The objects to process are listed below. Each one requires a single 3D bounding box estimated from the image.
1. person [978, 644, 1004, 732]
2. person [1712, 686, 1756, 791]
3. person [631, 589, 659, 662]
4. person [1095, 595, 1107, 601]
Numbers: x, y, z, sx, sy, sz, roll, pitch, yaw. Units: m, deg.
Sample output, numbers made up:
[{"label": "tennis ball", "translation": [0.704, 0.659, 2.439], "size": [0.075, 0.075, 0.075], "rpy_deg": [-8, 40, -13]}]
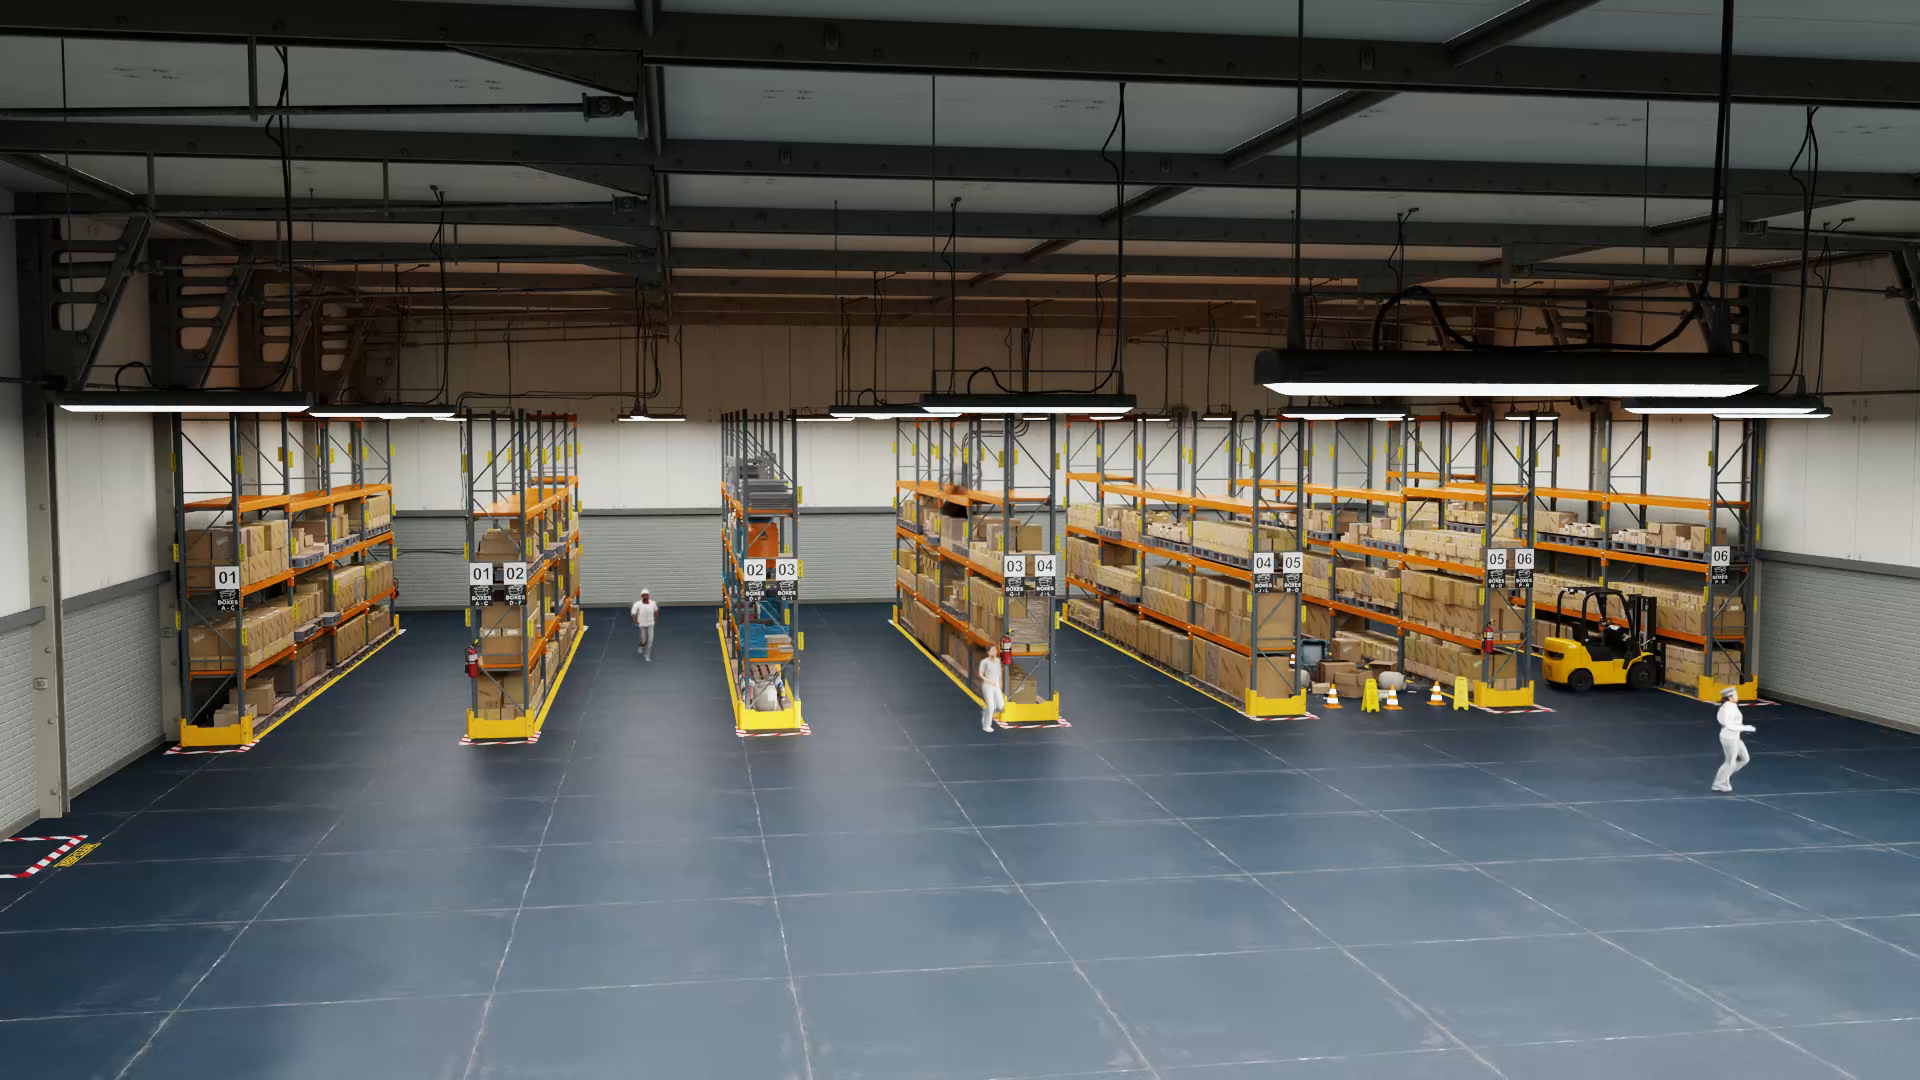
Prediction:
[{"label": "person", "translation": [0.595, 2.750, 30.976], "size": [0.600, 1.632, 0.575], "rpy_deg": [-3, 5, -37]}, {"label": "person", "translation": [12.025, 3.082, 25.817], "size": [0.599, 1.651, 0.591], "rpy_deg": [2, 5, 29]}, {"label": "person", "translation": [-7.592, 2.056, 40.193], "size": [0.698, 1.735, 0.787], "rpy_deg": [-2, 4, -24]}, {"label": "person", "translation": [4.185, 1.418, 49.831], "size": [0.964, 1.730, 0.714], "rpy_deg": [3, 5, 39]}]
